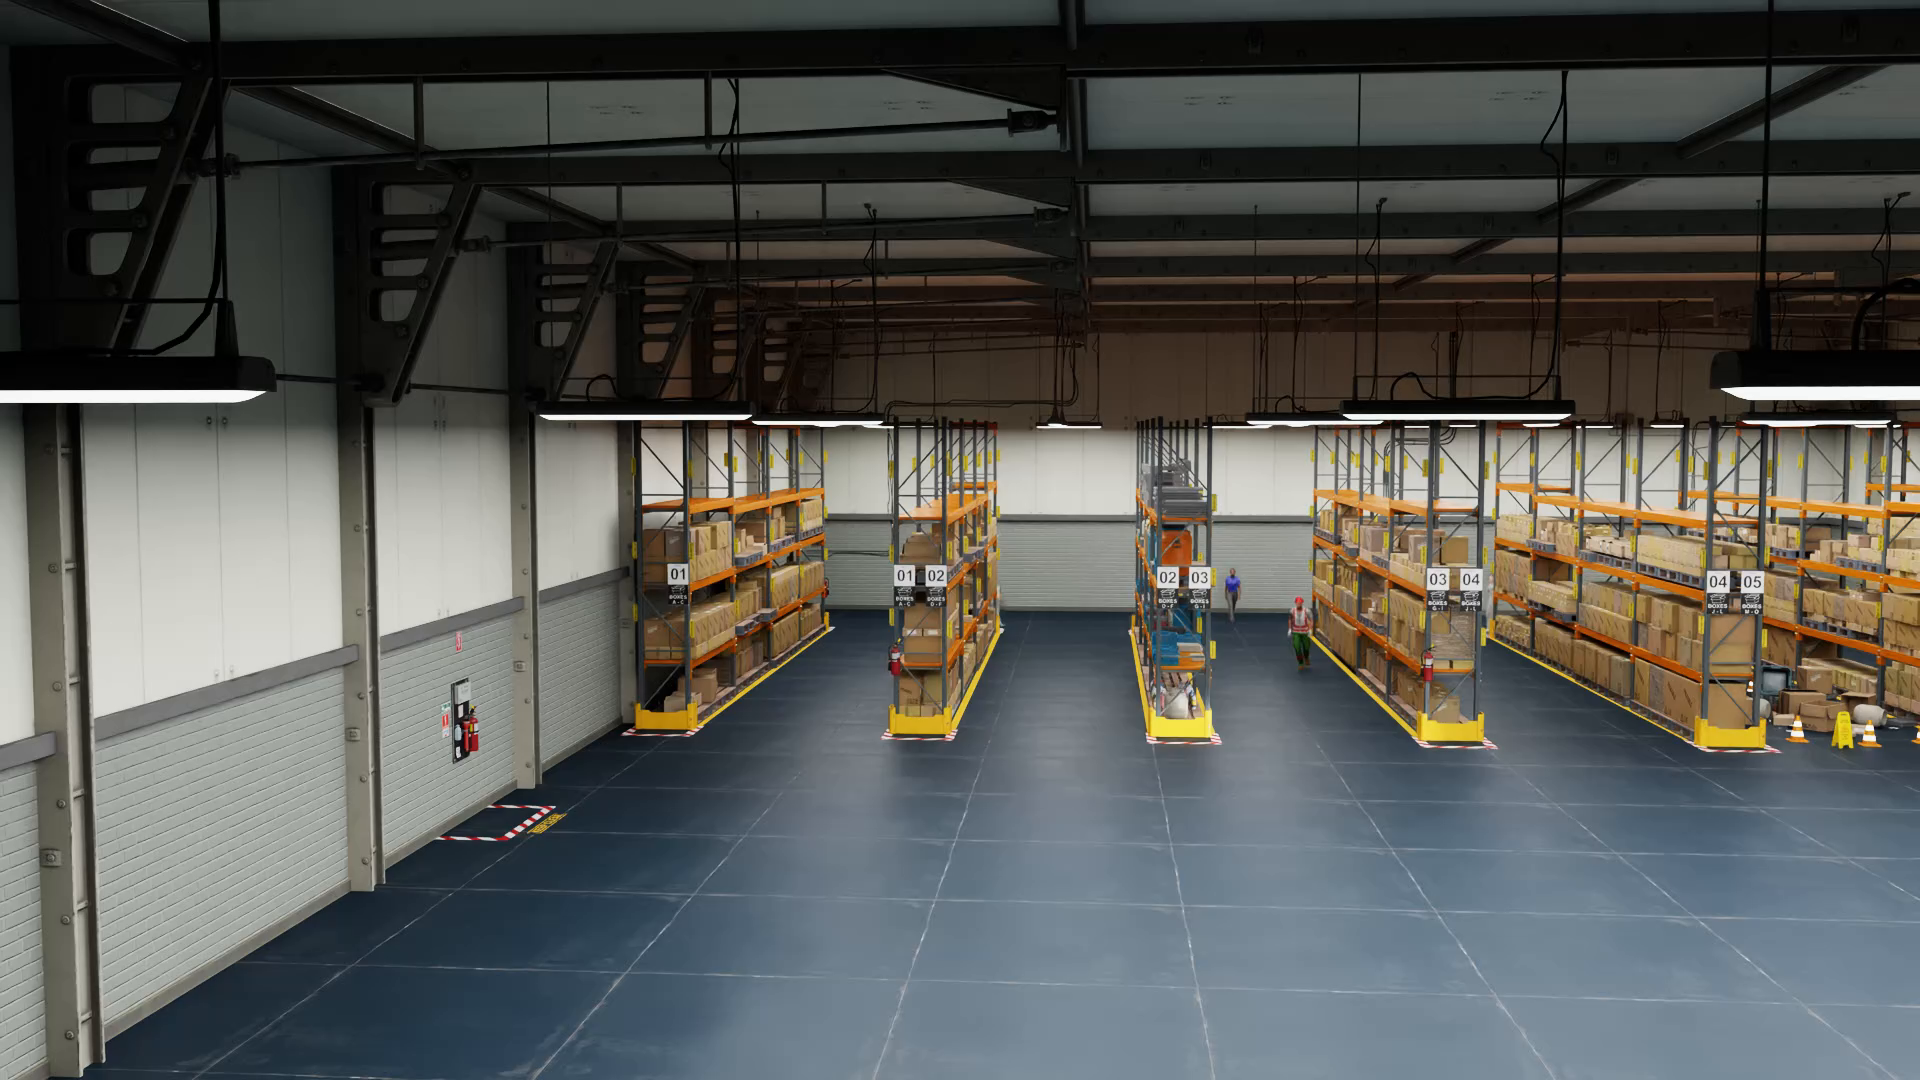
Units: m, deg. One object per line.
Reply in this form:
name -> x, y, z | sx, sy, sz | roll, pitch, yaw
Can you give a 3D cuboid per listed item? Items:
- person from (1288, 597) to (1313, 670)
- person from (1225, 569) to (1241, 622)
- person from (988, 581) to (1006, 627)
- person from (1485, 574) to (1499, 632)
person -> 8.226, 2.229, 40.144 | 0.604, 1.756, 0.738 | 1, 4, 15
person -> 8.220, 1.647, 49.995 | 0.424, 1.585, 1.058 | 0, 4, -6
person -> 0.930, 1.721, 48.772 | 0.978, 1.621, 0.480 | 1, 4, 21
person -> 15.211, 1.788, 47.356 | 0.663, 1.654, 0.455 | 0, 4, 4
